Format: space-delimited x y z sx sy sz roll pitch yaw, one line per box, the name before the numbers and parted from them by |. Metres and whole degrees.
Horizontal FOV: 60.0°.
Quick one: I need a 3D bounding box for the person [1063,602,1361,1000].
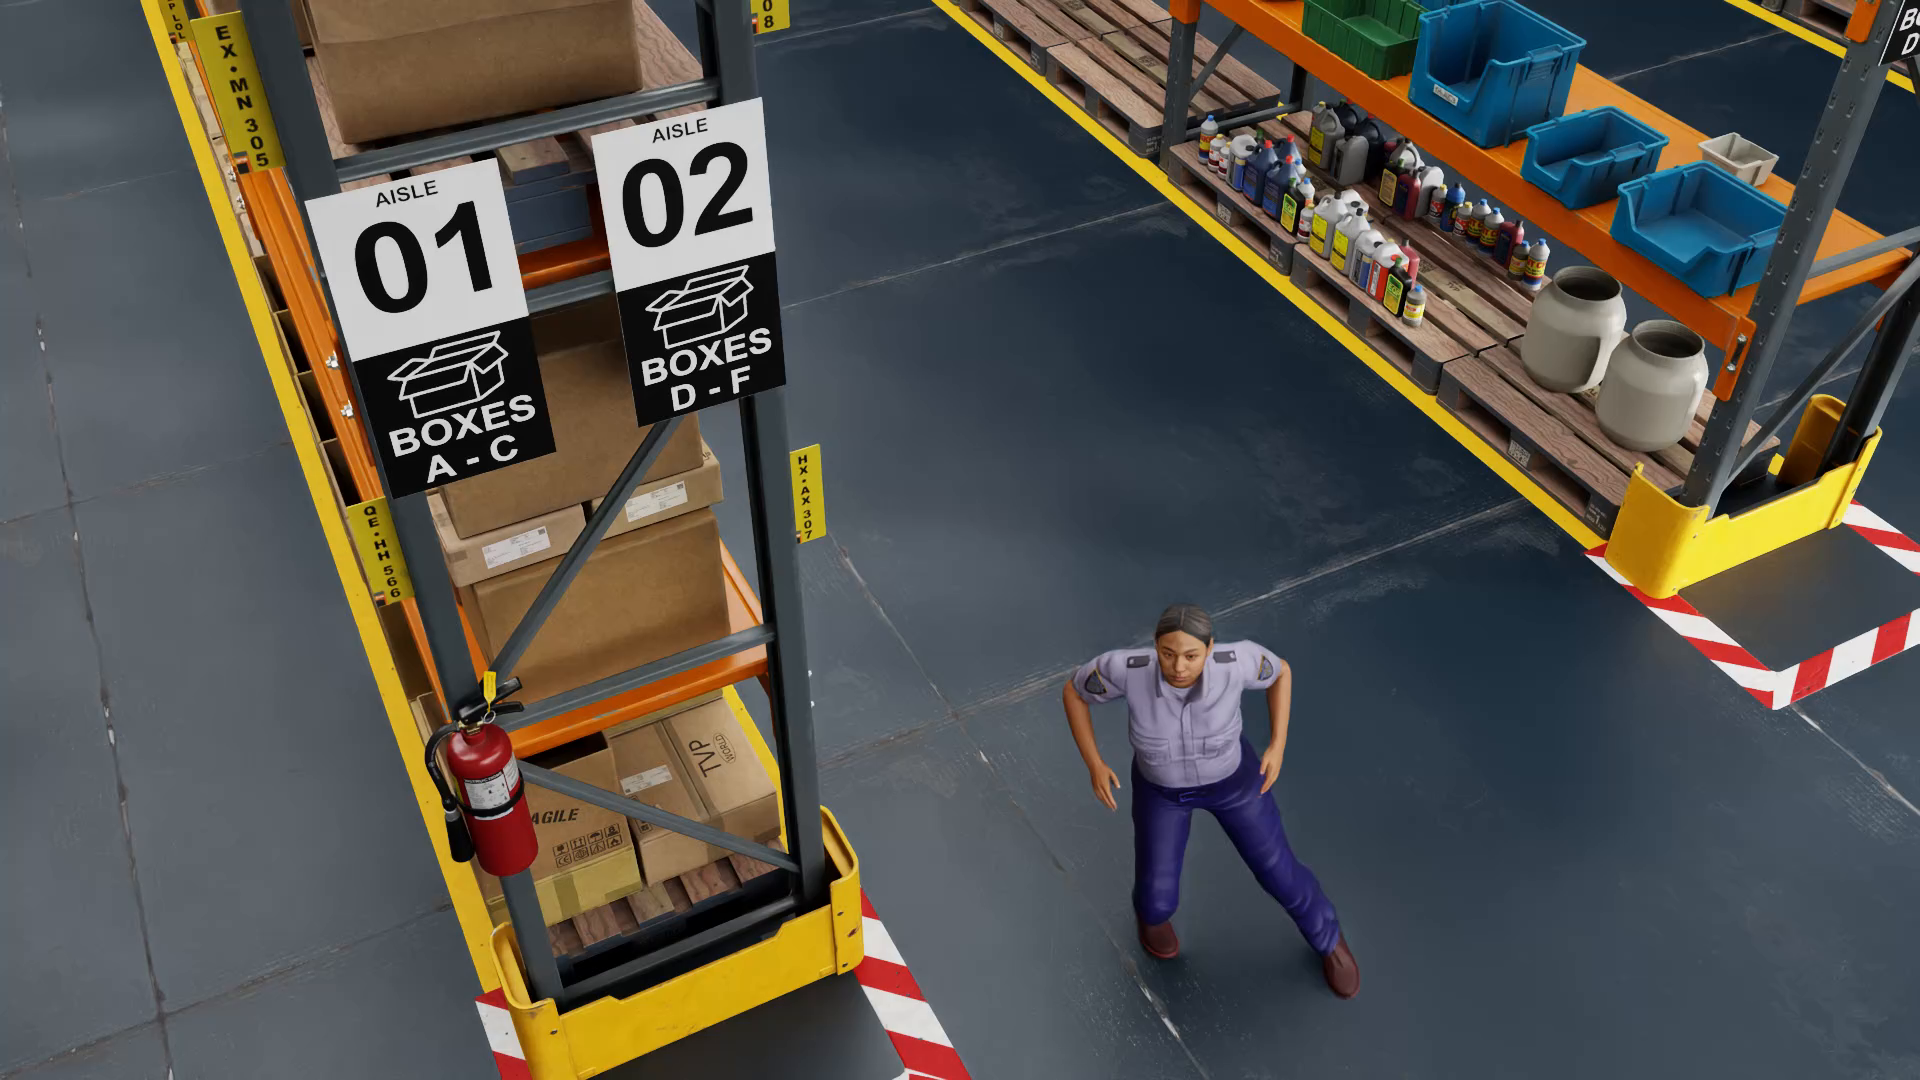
person | 0.850 0.824 5.339 1.041 1.544 0.539 -1 42 -1
